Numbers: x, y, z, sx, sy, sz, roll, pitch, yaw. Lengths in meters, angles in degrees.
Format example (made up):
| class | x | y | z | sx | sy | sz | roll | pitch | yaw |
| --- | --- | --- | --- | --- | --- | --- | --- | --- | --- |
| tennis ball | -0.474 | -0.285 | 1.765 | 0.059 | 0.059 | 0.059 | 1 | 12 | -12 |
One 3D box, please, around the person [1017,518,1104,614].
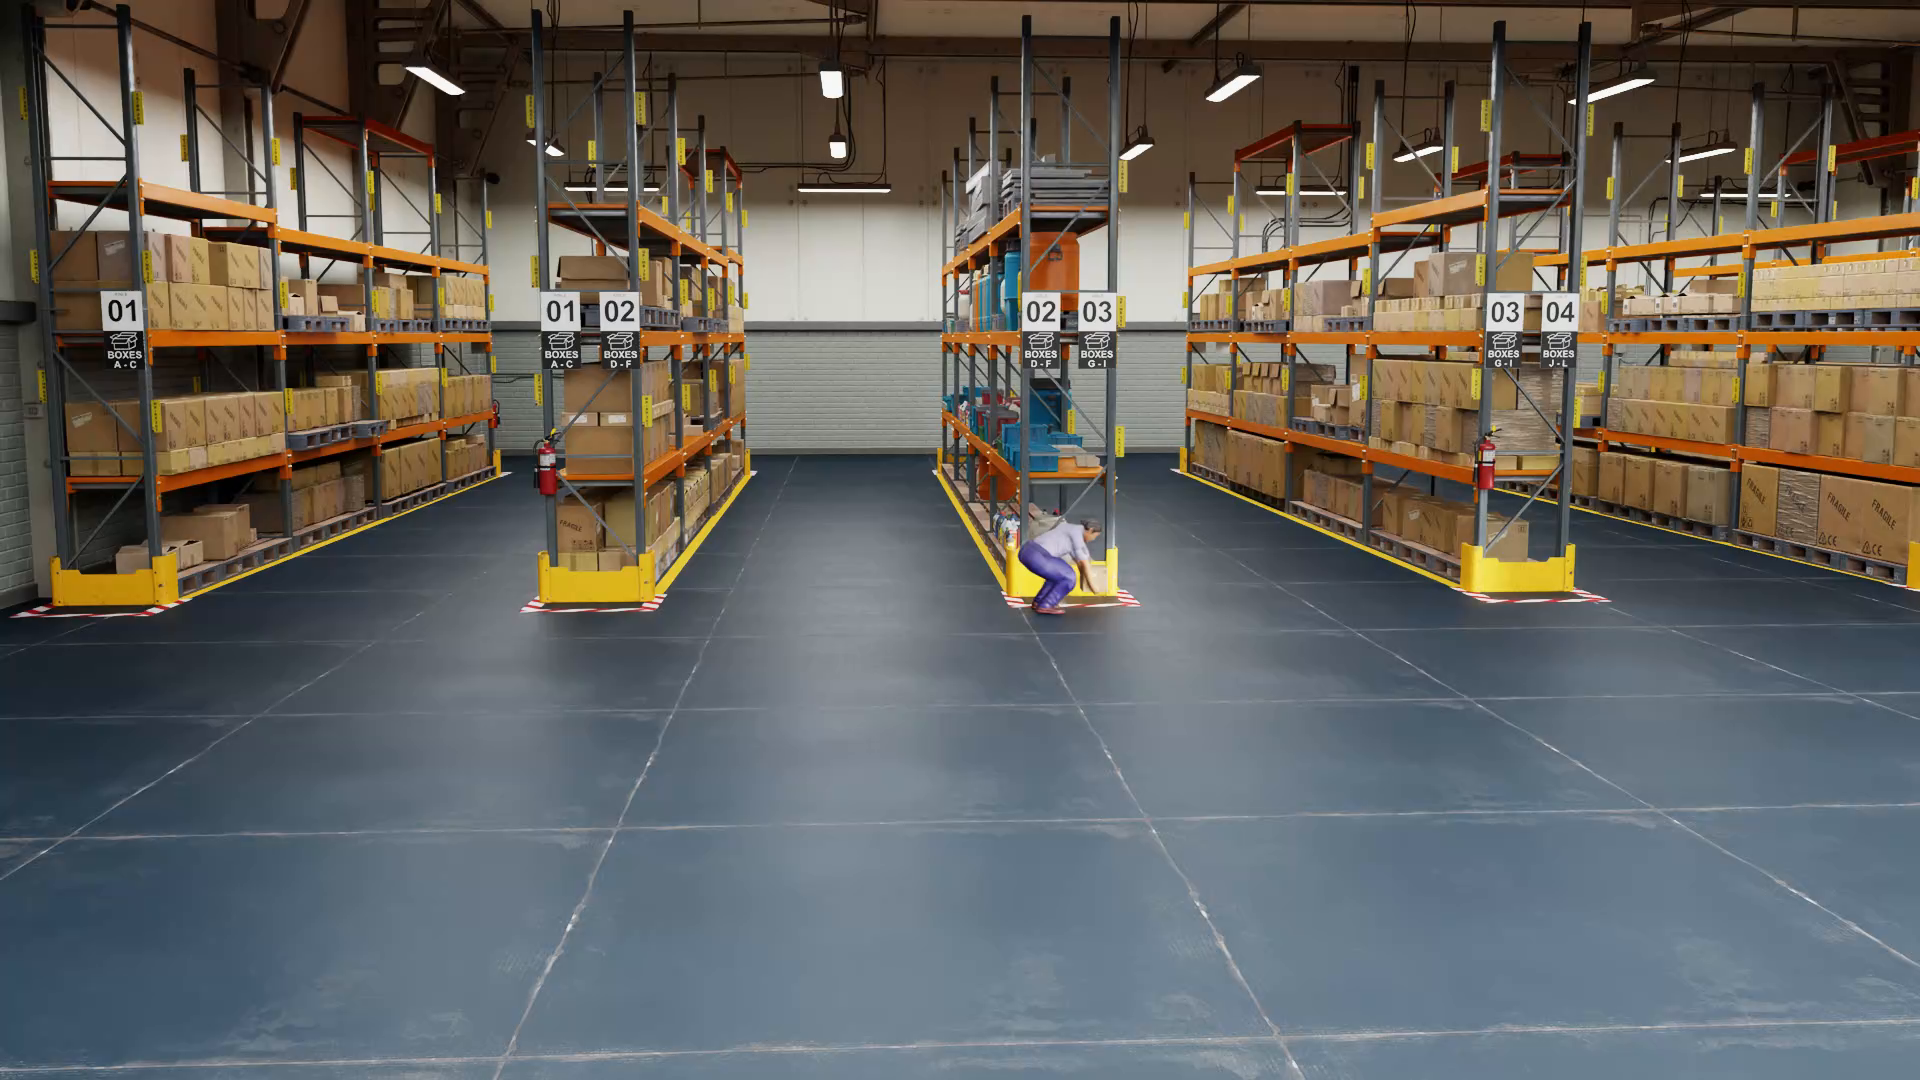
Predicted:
| class | x | y | z | sx | sy | sz | roll | pitch | yaw |
| --- | --- | --- | --- | --- | --- | --- | --- | --- | --- |
| person | 1.014 | 0.257 | 16.679 | 0.868 | 0.937 | 0.516 | -1 | 7 | -9 |
